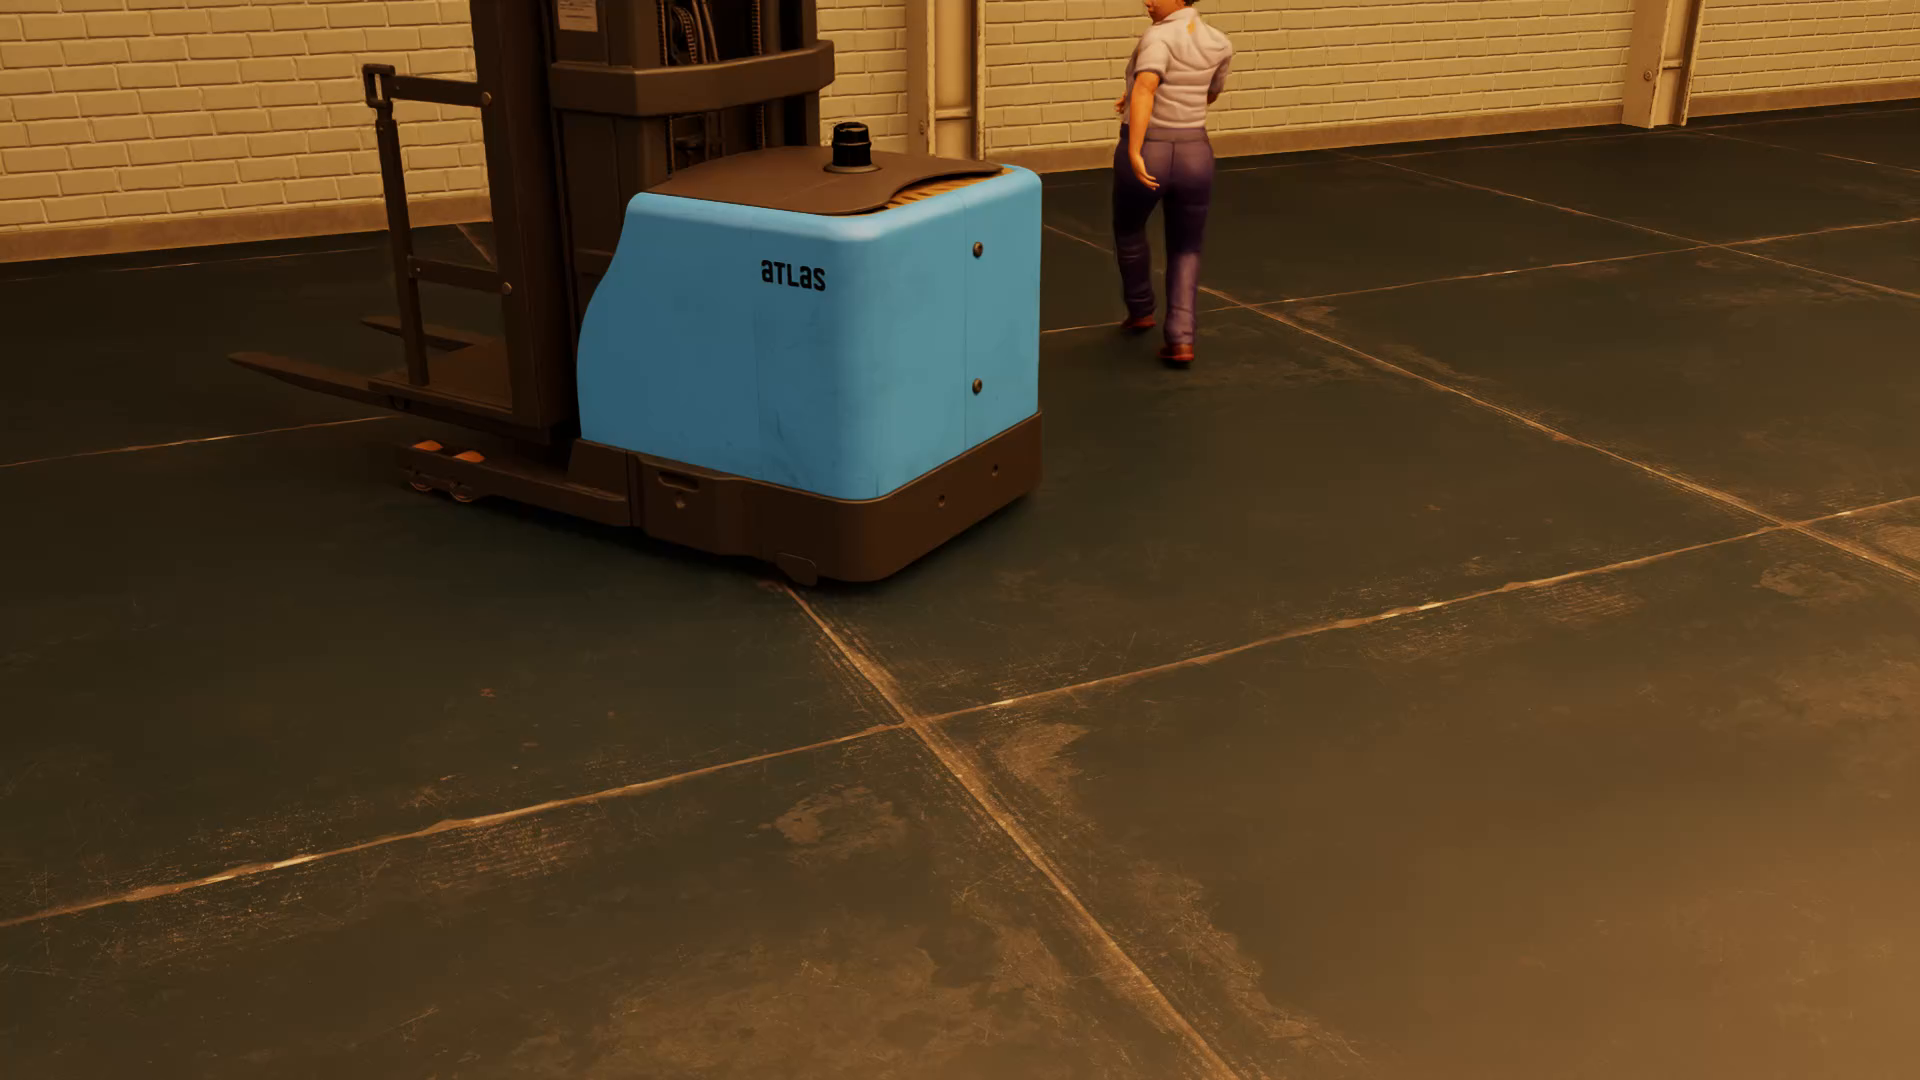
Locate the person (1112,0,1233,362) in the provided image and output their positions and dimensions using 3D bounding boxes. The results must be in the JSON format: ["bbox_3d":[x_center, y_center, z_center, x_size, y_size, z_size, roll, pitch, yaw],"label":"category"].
[{"bbox_3d":[0.846,-1.519,6.782,0.505,1.591,0.891,-3,23,-7],"label":"person"}]

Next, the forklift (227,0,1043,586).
[{"bbox_3d":[-1.260,-1.631,5.211,3.031,2.935,1.130,13,26,29],"label":"forklift"}]
